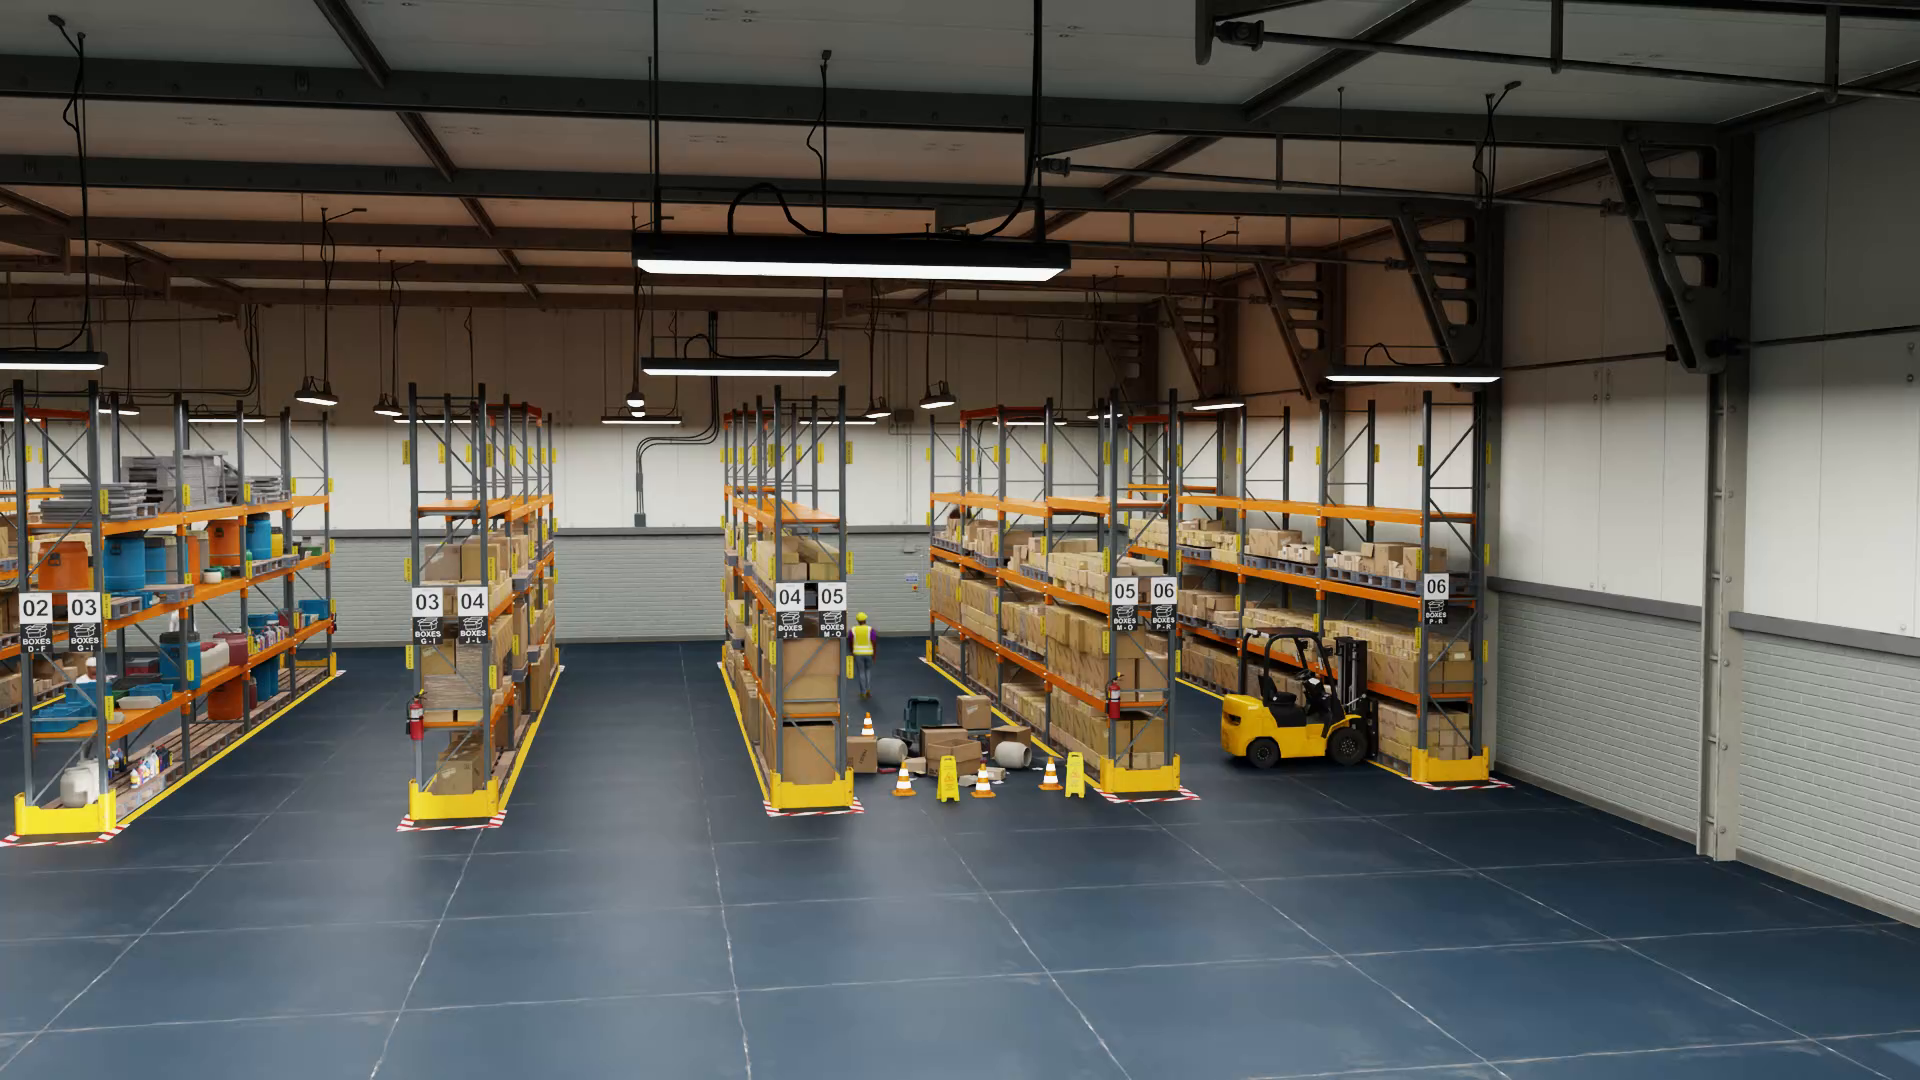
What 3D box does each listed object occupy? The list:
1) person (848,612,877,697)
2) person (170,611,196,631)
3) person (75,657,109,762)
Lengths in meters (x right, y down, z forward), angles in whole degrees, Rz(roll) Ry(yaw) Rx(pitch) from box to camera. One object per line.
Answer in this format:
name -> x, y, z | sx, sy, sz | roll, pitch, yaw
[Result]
person -> -2.033, 2.379, 34.345 | 0.549, 1.795, 0.693 | -1, 3, -16
person -> -18.115, 2.195, 38.789 | 0.601, 1.619, 1.029 | -1, 3, -18
person -> -13.919, 2.797, 26.782 | 0.403, 1.828, 0.592 | 2, 3, 31
